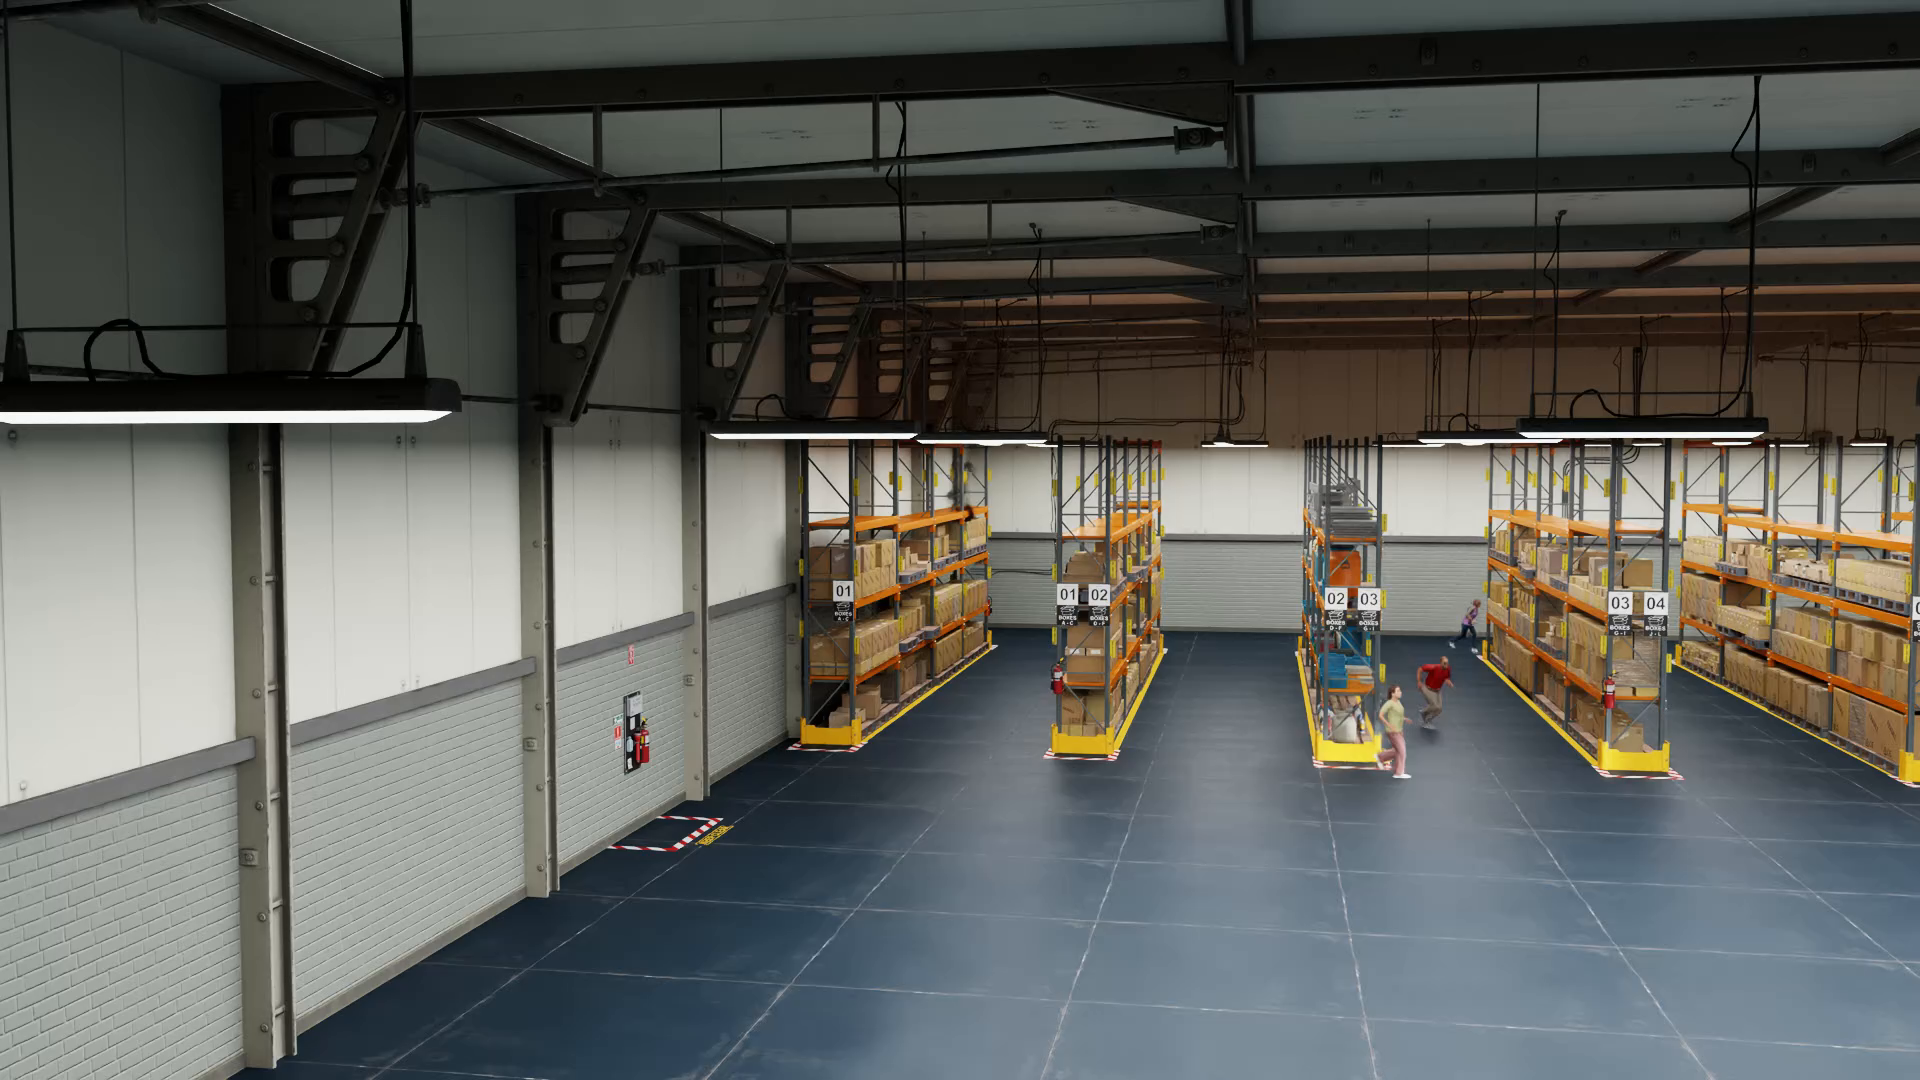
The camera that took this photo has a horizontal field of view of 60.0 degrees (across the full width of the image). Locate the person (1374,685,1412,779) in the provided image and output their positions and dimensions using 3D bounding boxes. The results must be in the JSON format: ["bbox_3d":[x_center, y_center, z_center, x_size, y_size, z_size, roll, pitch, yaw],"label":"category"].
[{"bbox_3d":[7.525,3.332,29.007,0.694,1.632,0.579,2,4,39],"label":"person"}]

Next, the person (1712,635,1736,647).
[{"bbox_3d":[20.995,2.381,45.636,0.716,1.813,0.634,0,3,-5],"label":"person"}]

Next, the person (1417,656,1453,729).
[{"bbox_3d":[9.676,3.163,33.939,0.694,1.457,0.861,-1,3,-25],"label":"person"}]

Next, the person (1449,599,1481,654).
[{"bbox_3d":[14.319,2.433,47.160,0.919,1.546,0.574,2,4,36],"label":"person"}]
